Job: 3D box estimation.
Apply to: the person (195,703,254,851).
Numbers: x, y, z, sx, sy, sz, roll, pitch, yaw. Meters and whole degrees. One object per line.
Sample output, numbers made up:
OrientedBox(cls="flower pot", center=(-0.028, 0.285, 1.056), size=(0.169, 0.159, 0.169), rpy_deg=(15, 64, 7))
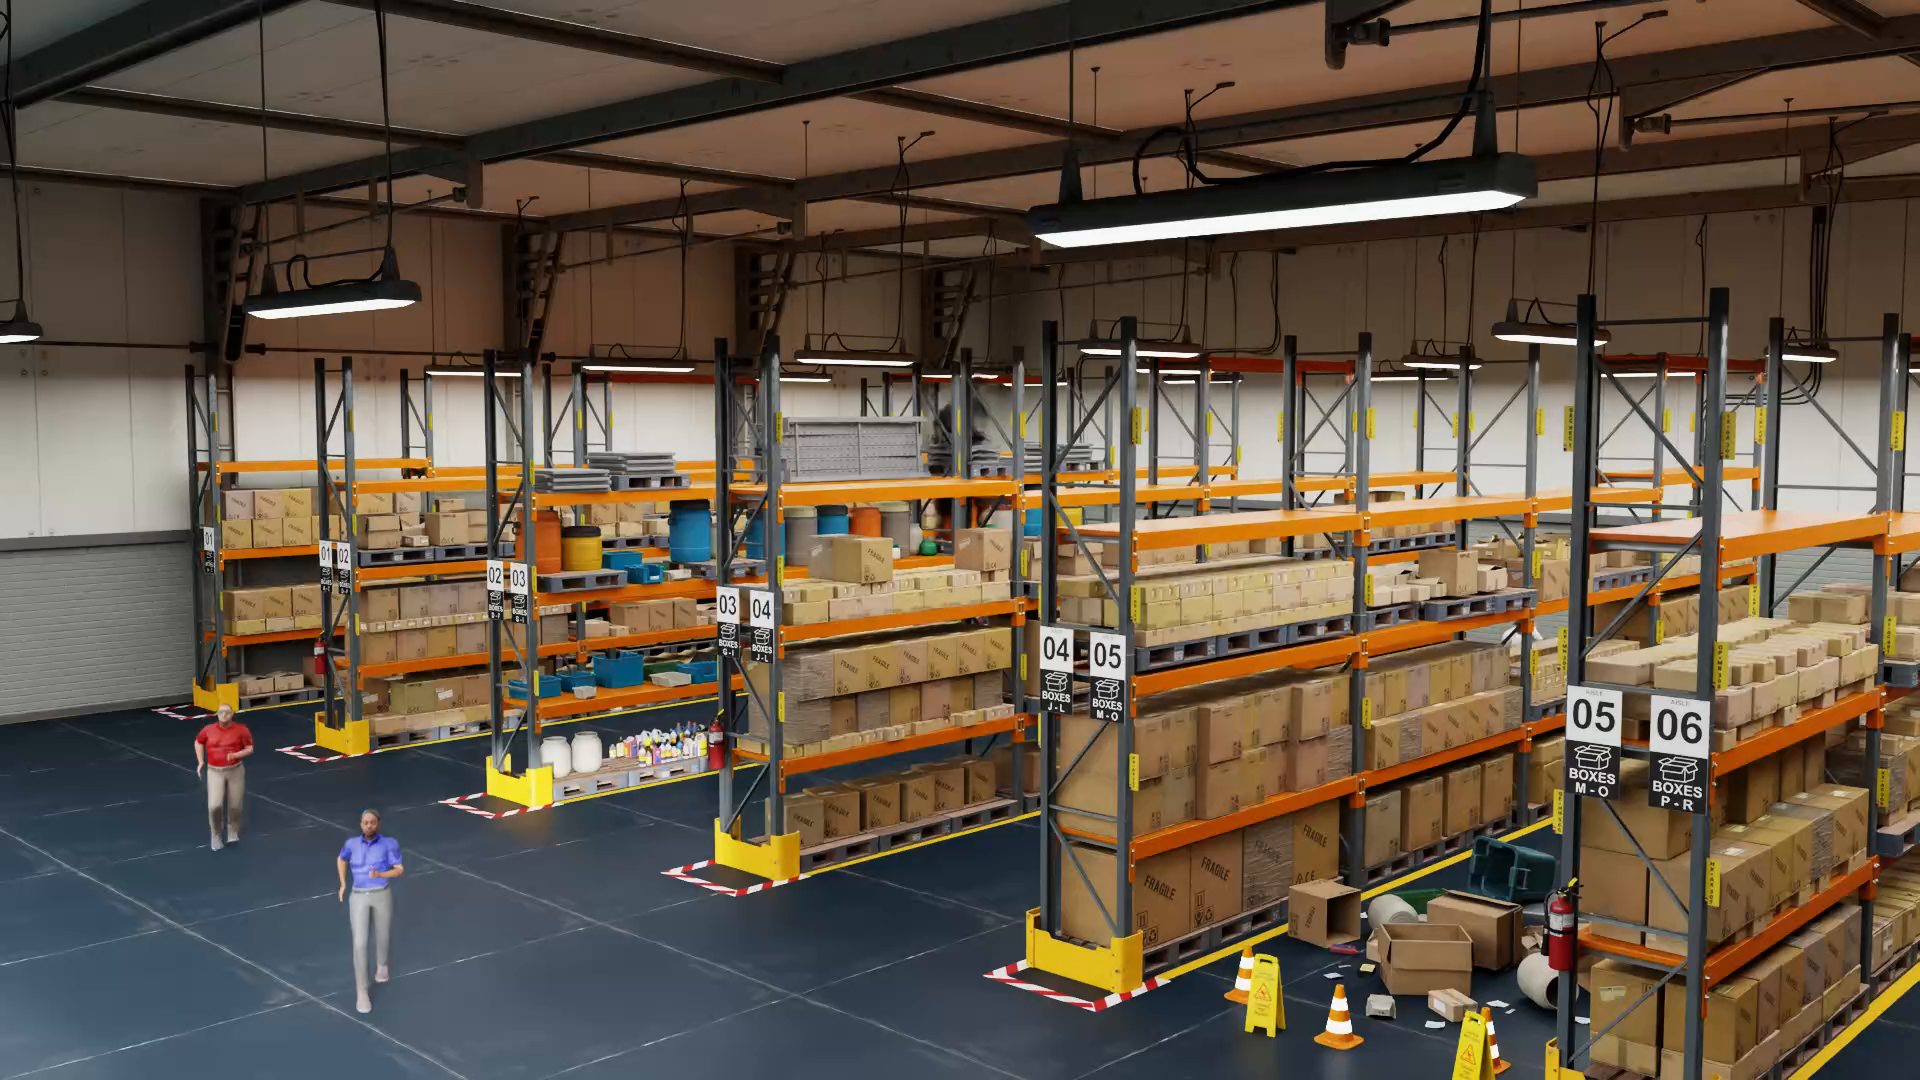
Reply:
OrientedBox(cls="person", center=(-8.706, 2.807, 19.703), size=(0.638, 1.745, 0.714), rpy_deg=(-2, 5, -24))

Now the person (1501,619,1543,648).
OrientedBox(cls="person", center=(9.779, 2.108, 28.919), size=(0.738, 1.707, 0.680), rpy_deg=(2, 5, 24))

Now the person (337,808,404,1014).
OrientedBox(cls="person", center=(-5.190, 3.201, 14.662), size=(0.559, 1.687, 0.851), rpy_deg=(-1, 5, -18))
